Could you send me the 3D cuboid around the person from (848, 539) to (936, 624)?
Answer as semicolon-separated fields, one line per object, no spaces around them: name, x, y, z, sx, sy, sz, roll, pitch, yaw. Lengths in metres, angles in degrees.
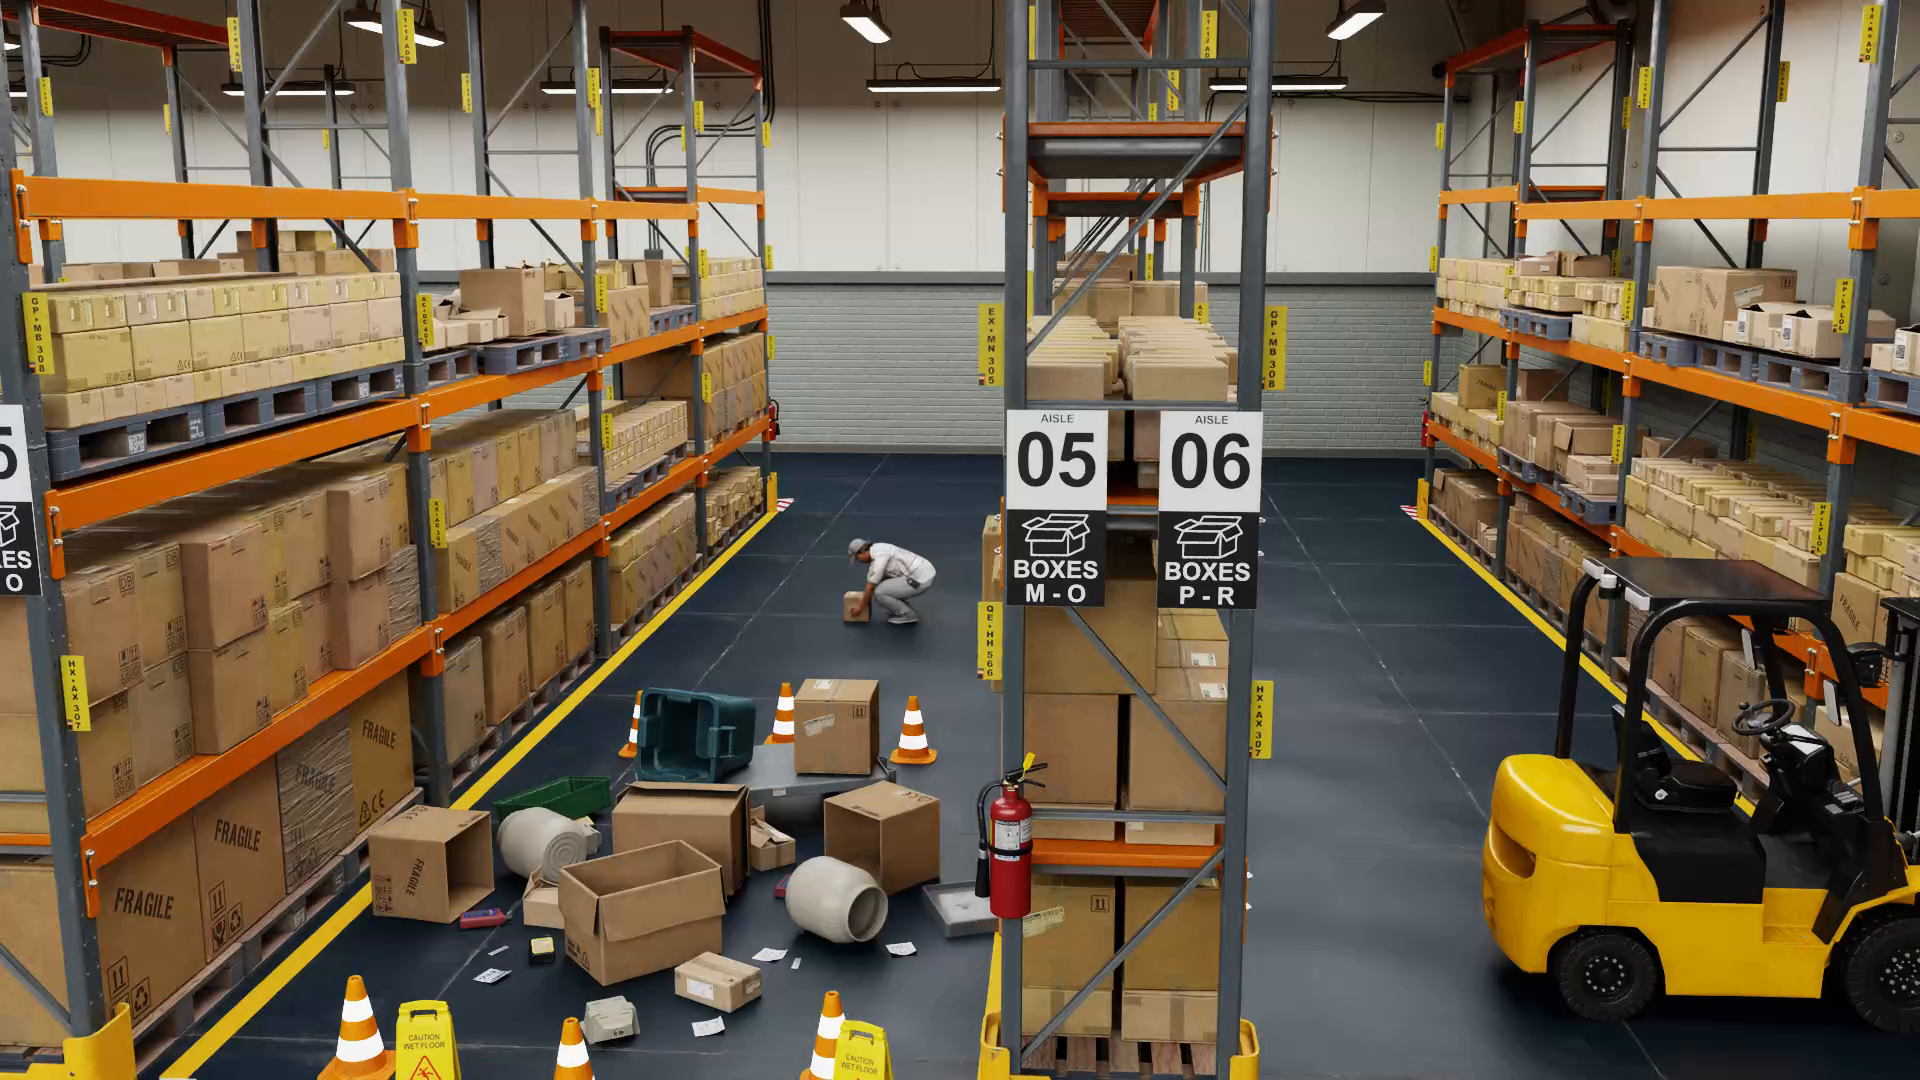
person;-0.678;0.395;16.590;0.867;0.837;0.517;1;11;4
